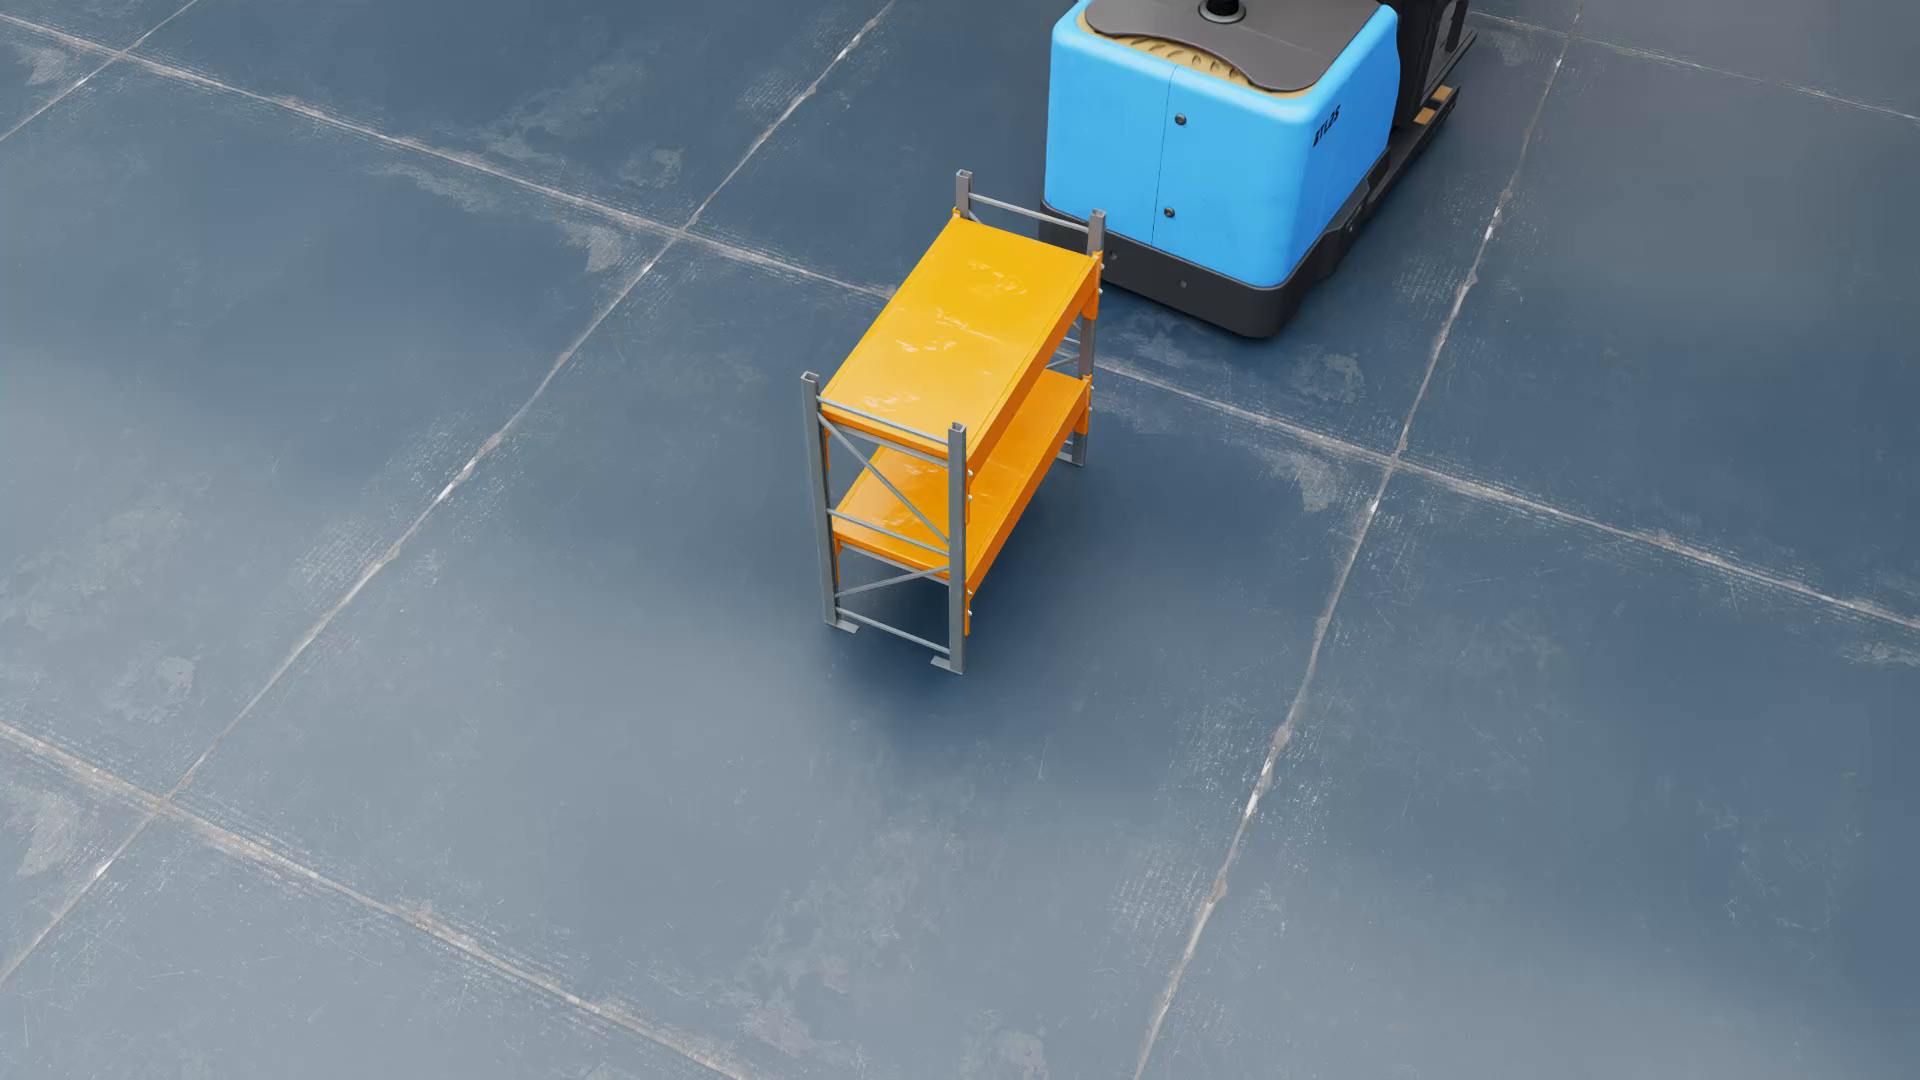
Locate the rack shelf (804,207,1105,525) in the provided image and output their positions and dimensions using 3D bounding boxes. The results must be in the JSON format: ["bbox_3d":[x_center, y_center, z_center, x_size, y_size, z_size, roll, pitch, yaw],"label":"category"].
[{"bbox_3d":[0.003,-0.559,5.103,0.538,0.278,1.000,20,52,16],"label":"rack shelf"}]

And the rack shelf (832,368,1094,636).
[{"bbox_3d":[0.003,-0.211,5.512,0.538,0.278,1.000,20,52,16],"label":"rack shelf"}]

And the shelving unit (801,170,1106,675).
[{"bbox_3d":[0.003,-0.369,5.326,0.538,1.125,1.048,20,52,16],"label":"shelving unit"}]

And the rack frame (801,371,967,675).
[{"bbox_3d":[-0.214,-0.019,5.028,0.500,1.125,0.032,20,52,16],"label":"rack frame"}]

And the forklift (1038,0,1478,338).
[{"bbox_3d":[1.522,-2.827,6.231,1.130,2.935,3.031,26,54,20],"label":"forklift"}]

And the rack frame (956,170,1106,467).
[{"bbox_3d":[0.220,-0.719,5.623,0.500,1.125,0.032,20,52,16],"label":"rack frame"}]
